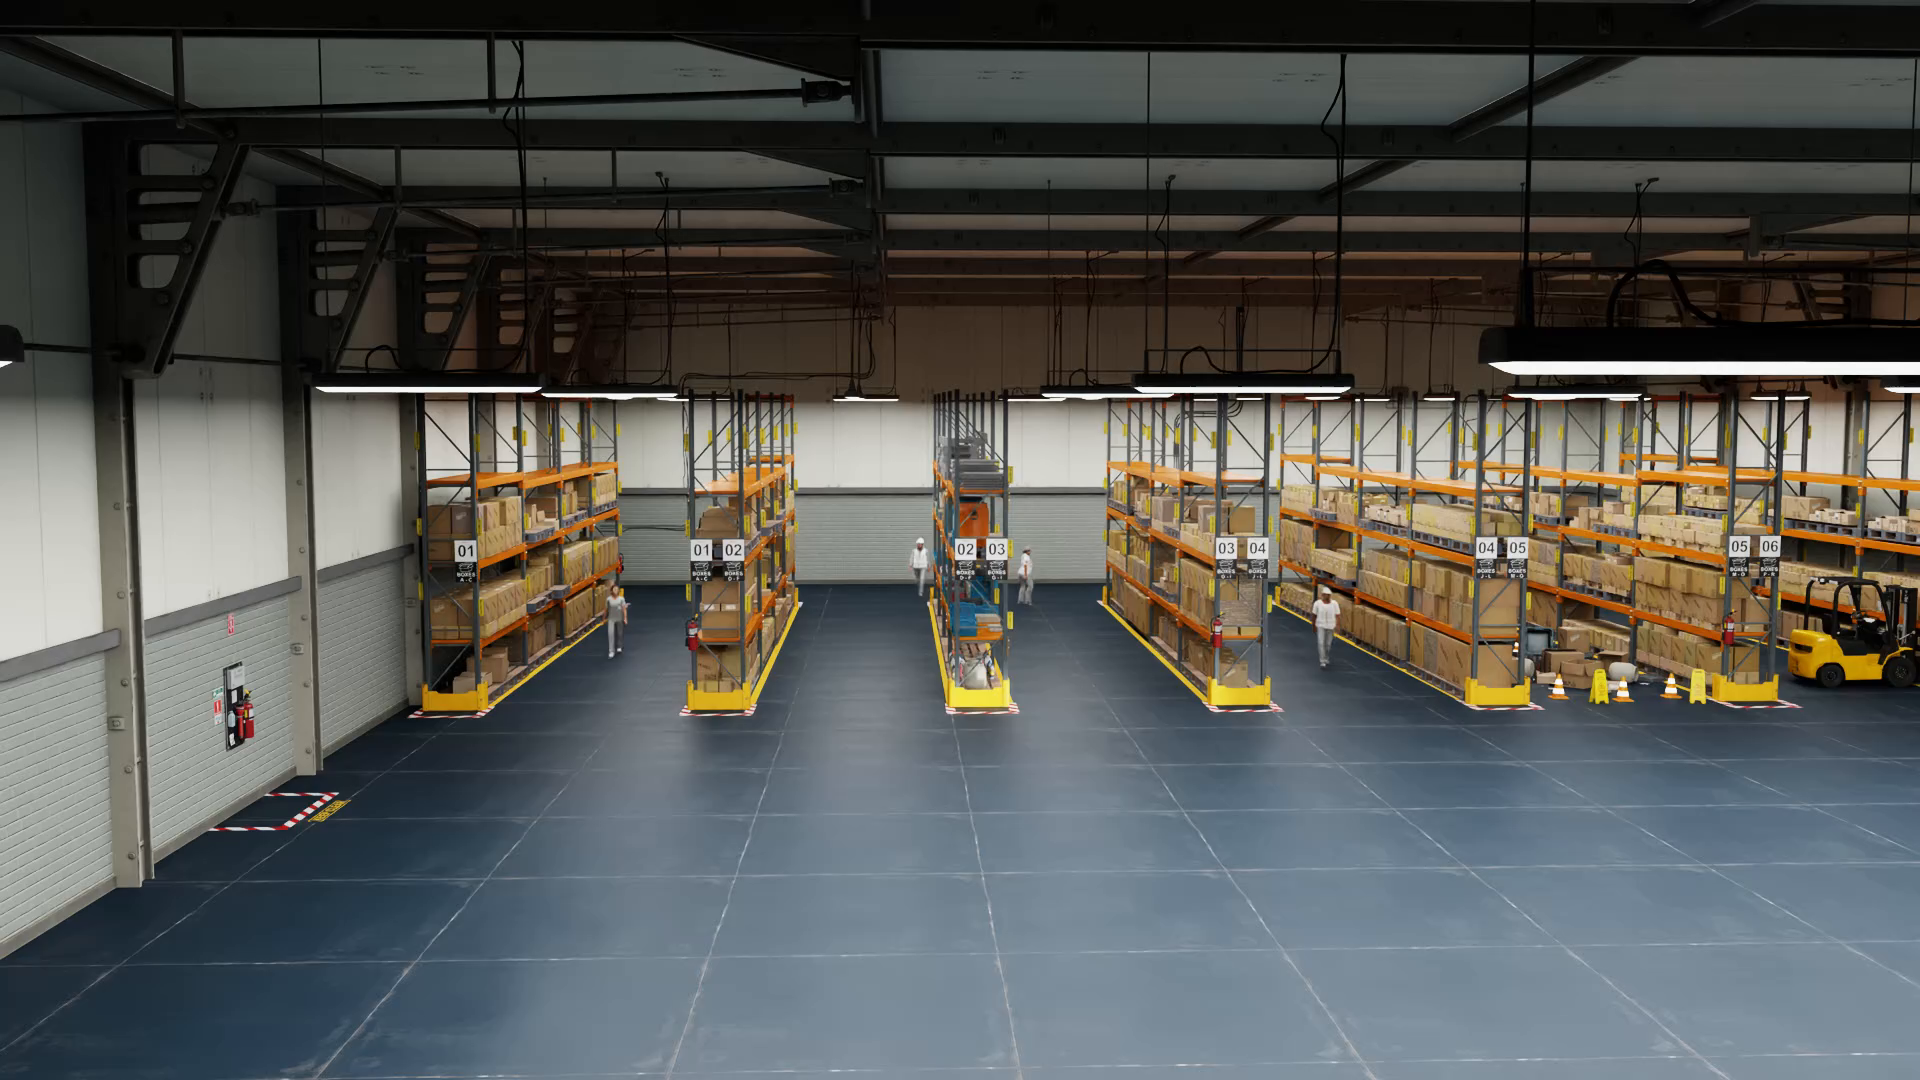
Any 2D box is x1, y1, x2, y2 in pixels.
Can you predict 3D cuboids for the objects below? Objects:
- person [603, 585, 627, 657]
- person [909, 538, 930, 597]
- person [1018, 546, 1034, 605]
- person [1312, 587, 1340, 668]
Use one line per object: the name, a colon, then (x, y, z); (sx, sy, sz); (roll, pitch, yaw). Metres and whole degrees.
person: (-7.843, 1.816, 37.778); (0.544, 1.605, 1.072); (-1, 5, -11)
person: (-1.225, 0.809, 49.577); (0.552, 1.717, 1.055); (1, 5, 16)
person: (1.889, 1.035, 47.568); (0.447, 1.716, 0.542); (-1, 5, -13)
person: (7.984, 1.896, 36.173); (0.580, 1.719, 0.981); (0, 5, 4)
